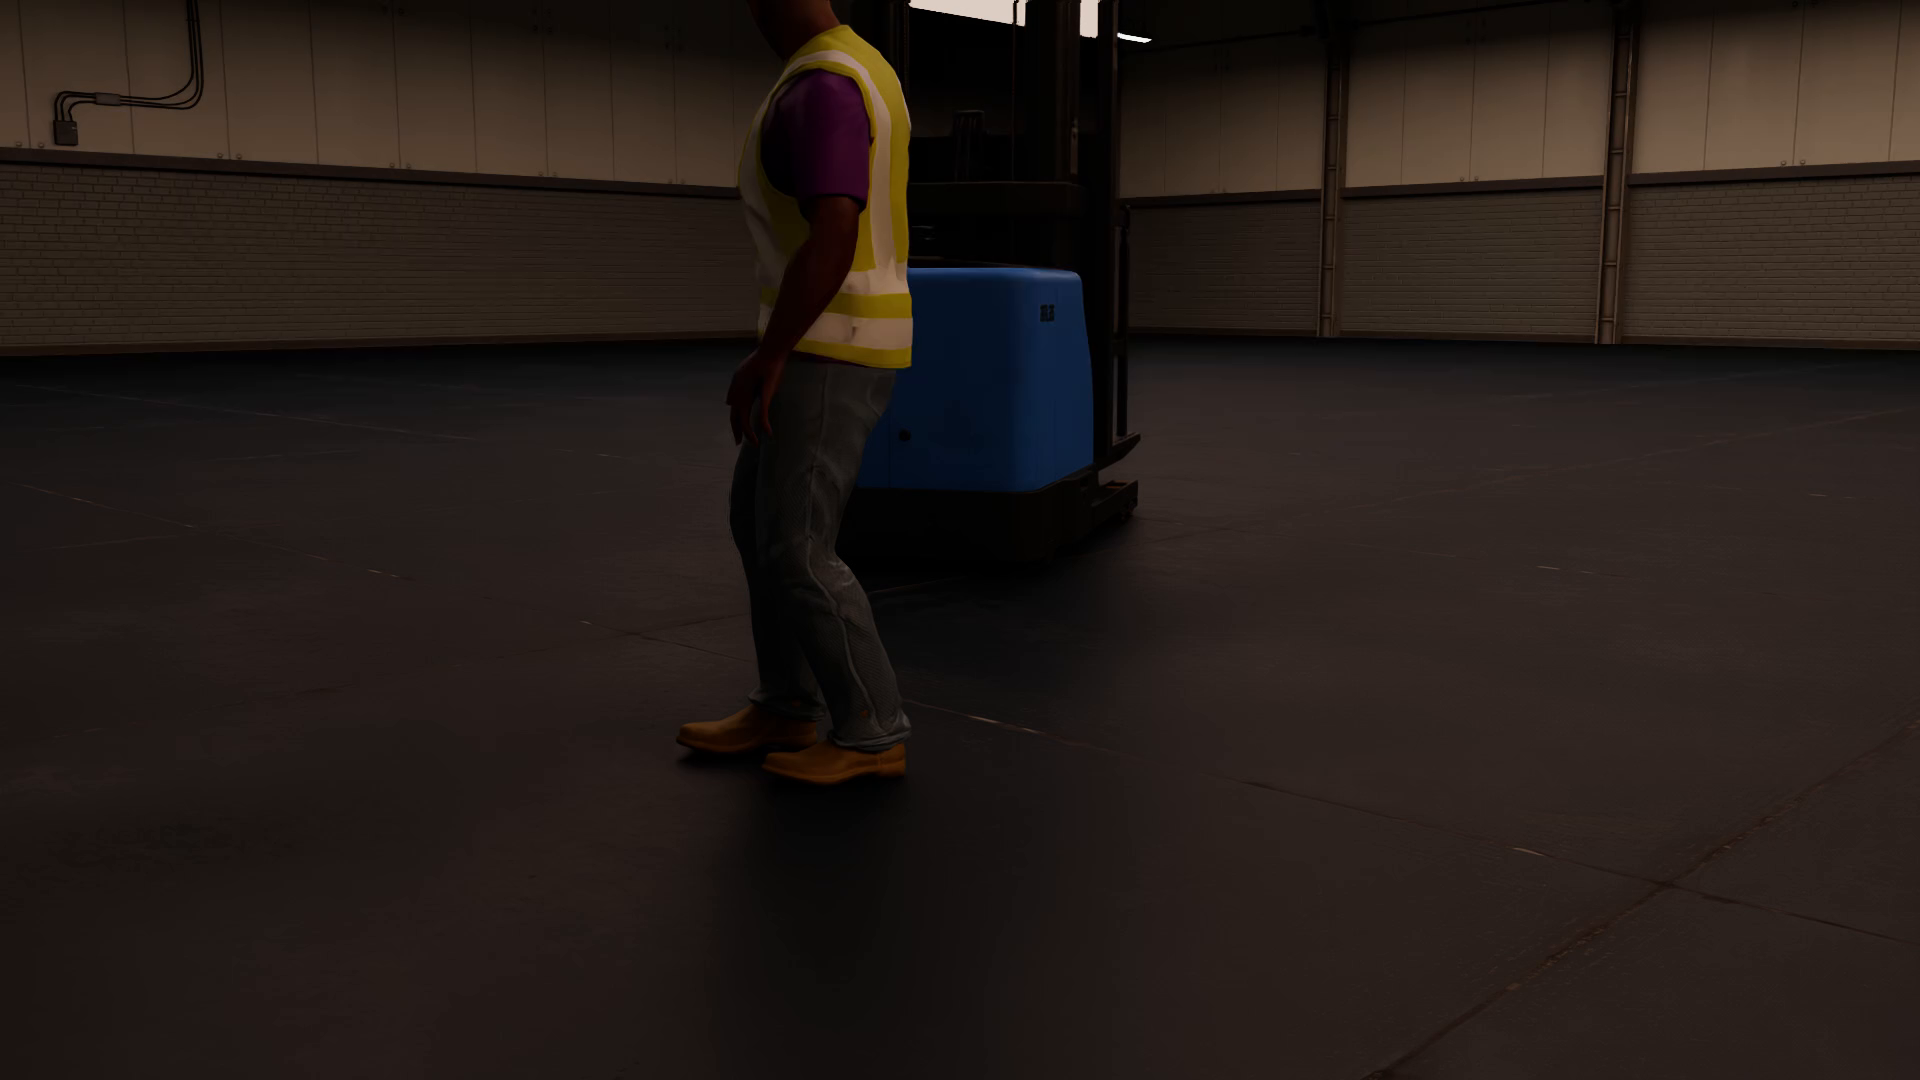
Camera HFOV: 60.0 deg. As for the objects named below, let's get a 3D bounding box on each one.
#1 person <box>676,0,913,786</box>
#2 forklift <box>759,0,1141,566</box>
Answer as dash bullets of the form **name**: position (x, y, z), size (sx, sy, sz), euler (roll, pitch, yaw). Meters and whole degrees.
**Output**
- **person**: position (-0.342, -0.373, 3.358), size (0.519, 1.739, 0.785), euler (-1, 9, -5)
- **forklift**: position (0.169, -1.537, 7.079), size (1.130, 2.935, 3.031), euler (2, 9, 16)
